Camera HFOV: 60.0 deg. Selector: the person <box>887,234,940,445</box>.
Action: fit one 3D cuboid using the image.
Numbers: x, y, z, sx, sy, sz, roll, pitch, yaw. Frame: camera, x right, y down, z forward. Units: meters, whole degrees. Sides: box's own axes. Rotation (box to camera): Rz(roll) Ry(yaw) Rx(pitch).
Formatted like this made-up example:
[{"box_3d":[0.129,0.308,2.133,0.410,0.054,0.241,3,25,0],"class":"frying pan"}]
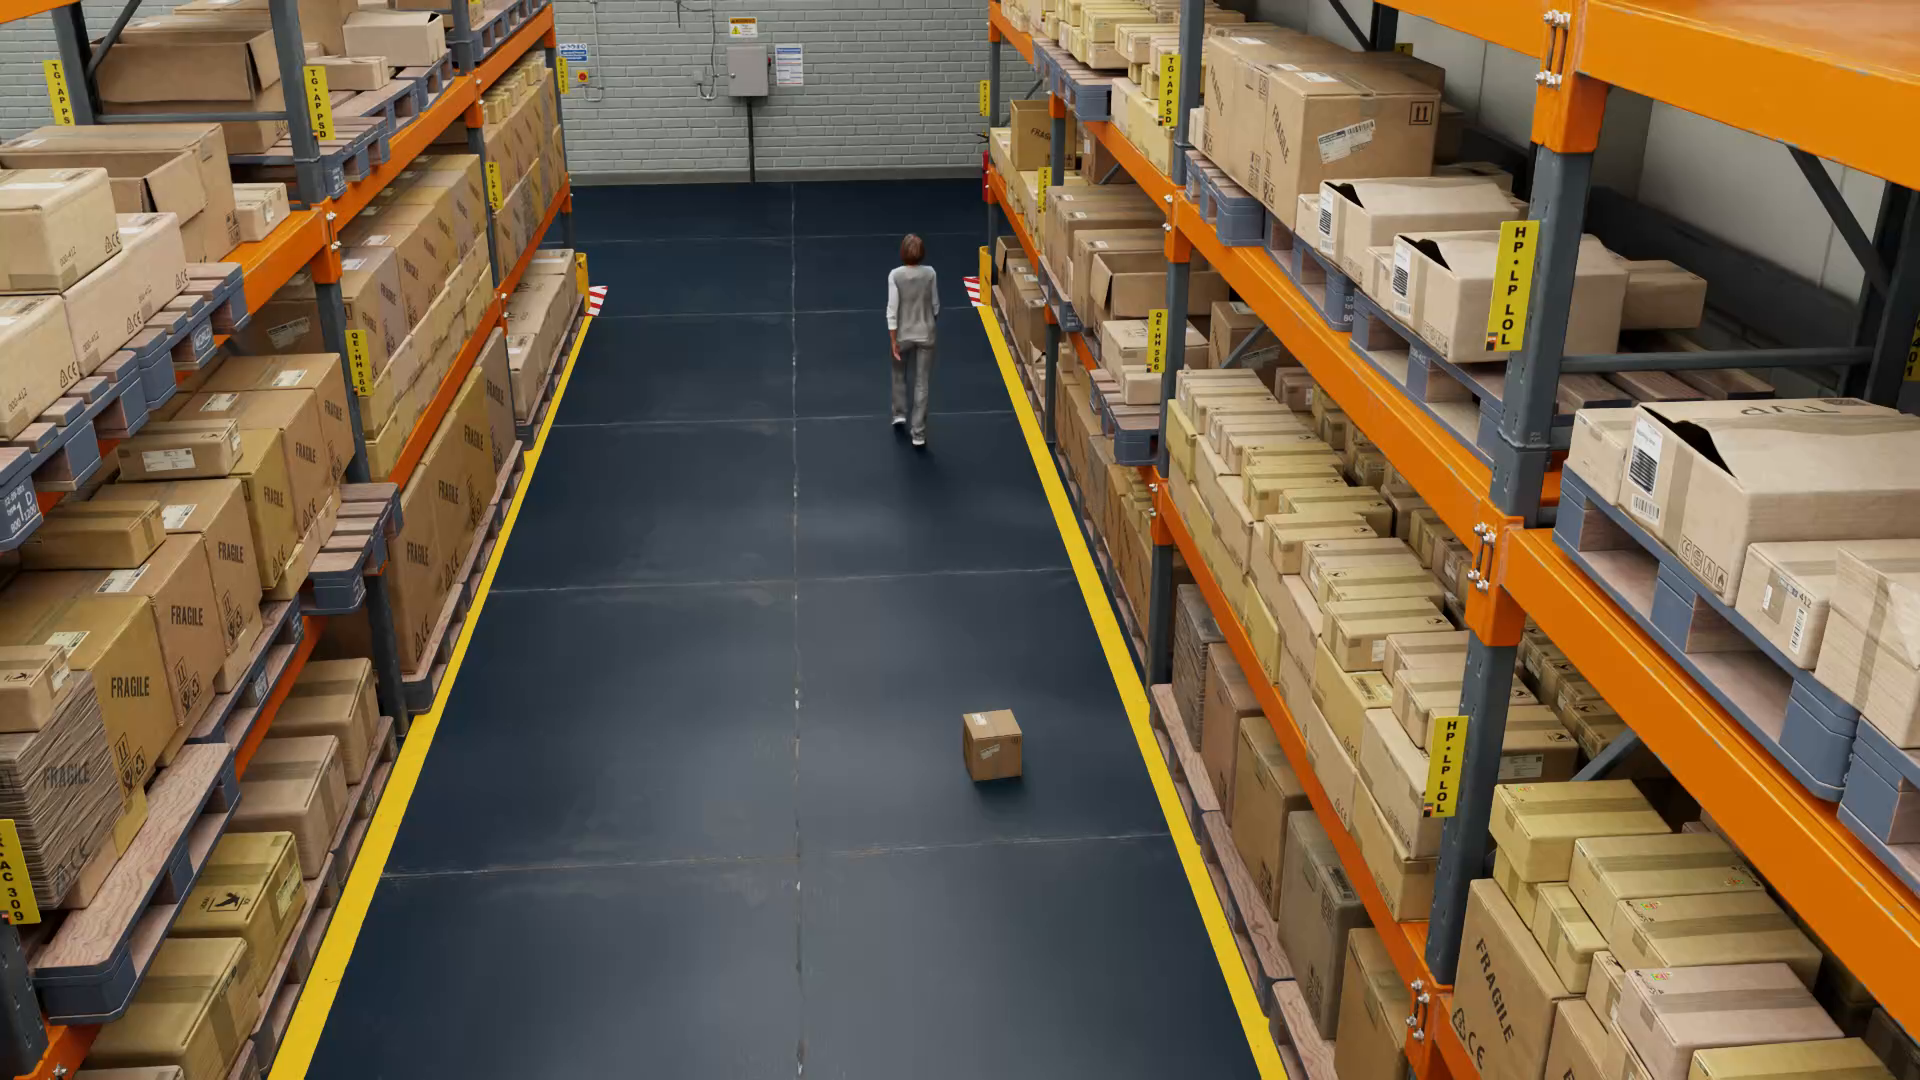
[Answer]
[{"box_3d":[-0.355,-1.528,12.549,0.408,1.616,0.728,-2,24,-5],"class":"person"}]
